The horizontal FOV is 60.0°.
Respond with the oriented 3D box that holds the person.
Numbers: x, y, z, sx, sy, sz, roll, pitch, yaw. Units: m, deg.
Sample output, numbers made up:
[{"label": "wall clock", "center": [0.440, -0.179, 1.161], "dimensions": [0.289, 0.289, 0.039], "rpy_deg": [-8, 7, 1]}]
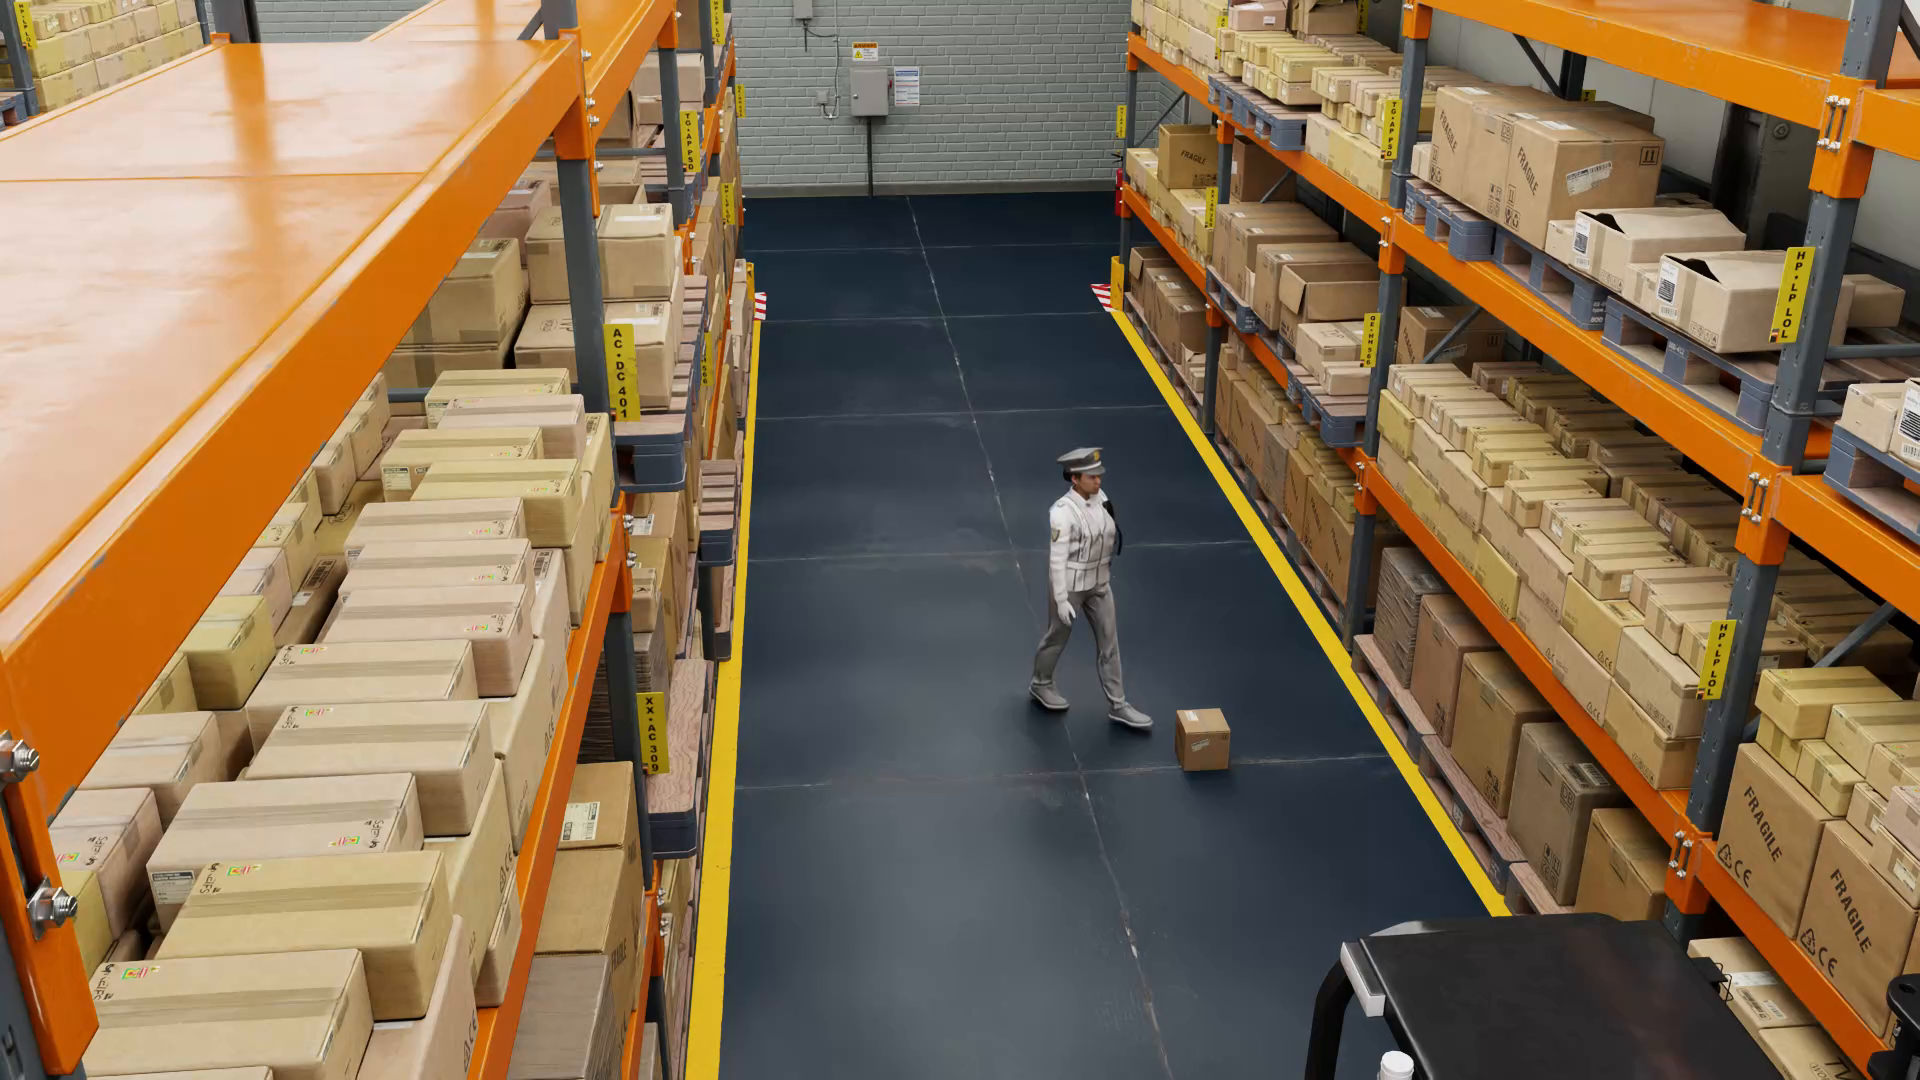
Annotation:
[{"label": "person", "center": [0.732, 0.273, 9.435], "dimensions": [0.490, 1.666, 0.800], "rpy_deg": [-21, 31, -39]}]
